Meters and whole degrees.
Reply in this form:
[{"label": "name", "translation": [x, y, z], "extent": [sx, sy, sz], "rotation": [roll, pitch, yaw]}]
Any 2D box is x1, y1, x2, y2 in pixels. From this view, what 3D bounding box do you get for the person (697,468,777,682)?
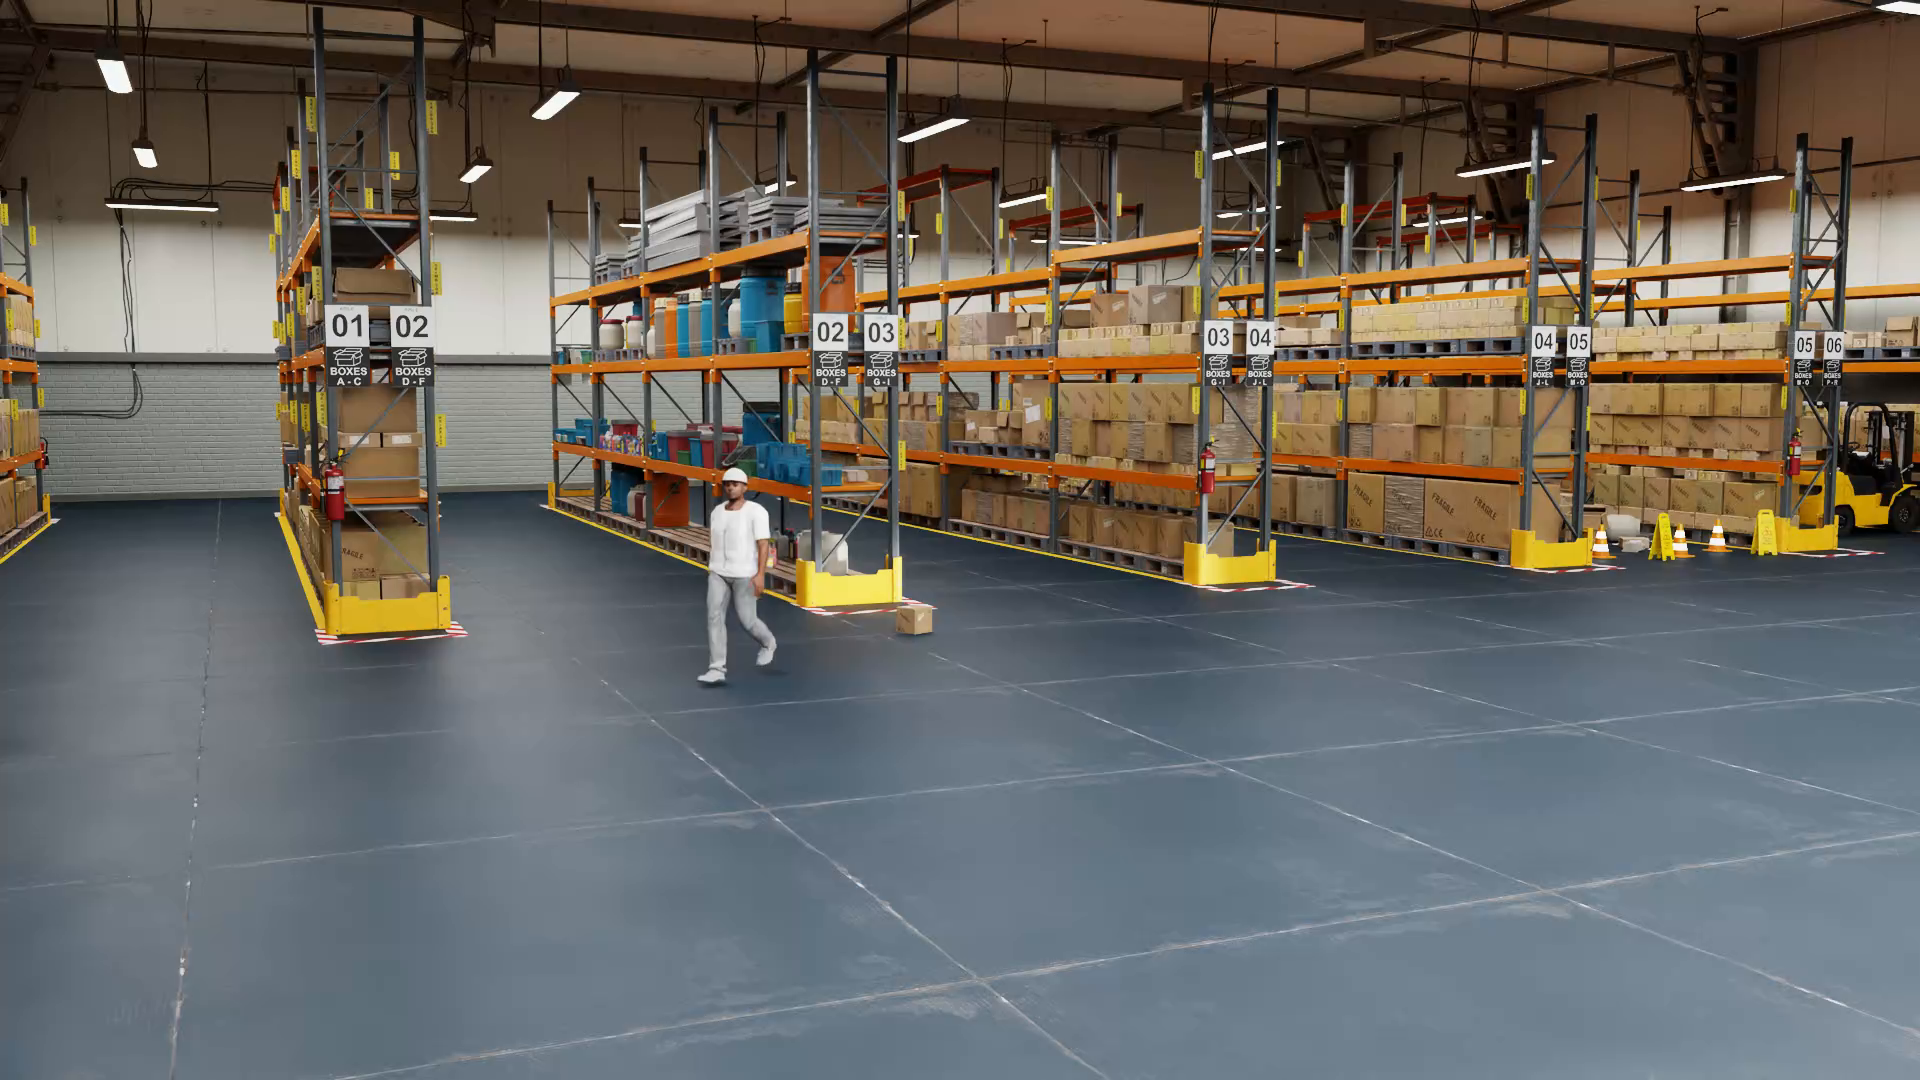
[{"label": "person", "translation": [-1.833, 0.275, 13.684], "extent": [0.584, 1.738, 0.898], "rotation": [2, 6, 23]}]
